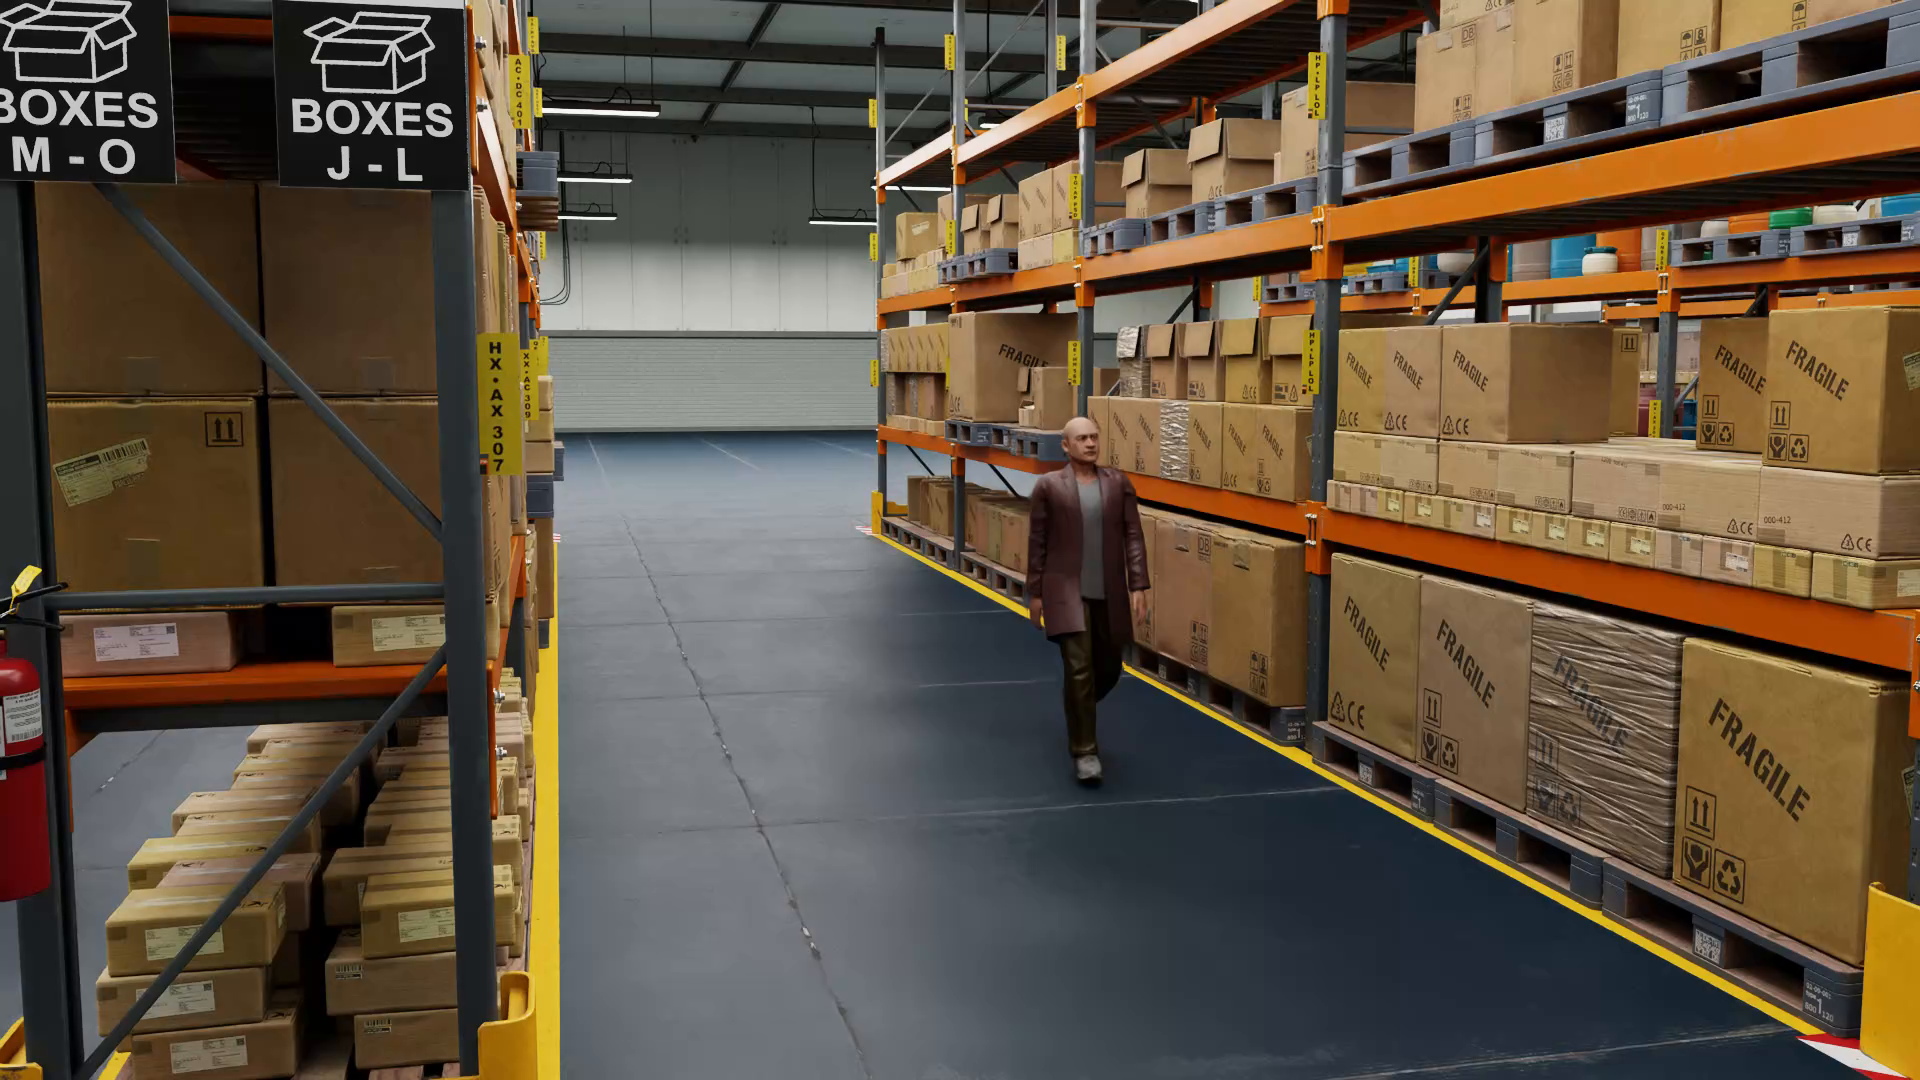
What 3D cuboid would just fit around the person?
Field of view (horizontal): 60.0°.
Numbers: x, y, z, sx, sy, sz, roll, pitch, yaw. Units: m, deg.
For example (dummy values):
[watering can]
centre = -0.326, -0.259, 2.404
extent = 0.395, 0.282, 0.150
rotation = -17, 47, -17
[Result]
[person]
centre = 0.638, 0.257, 8.353
extent = 0.604, 1.747, 0.960
rotation = -1, 6, -12
